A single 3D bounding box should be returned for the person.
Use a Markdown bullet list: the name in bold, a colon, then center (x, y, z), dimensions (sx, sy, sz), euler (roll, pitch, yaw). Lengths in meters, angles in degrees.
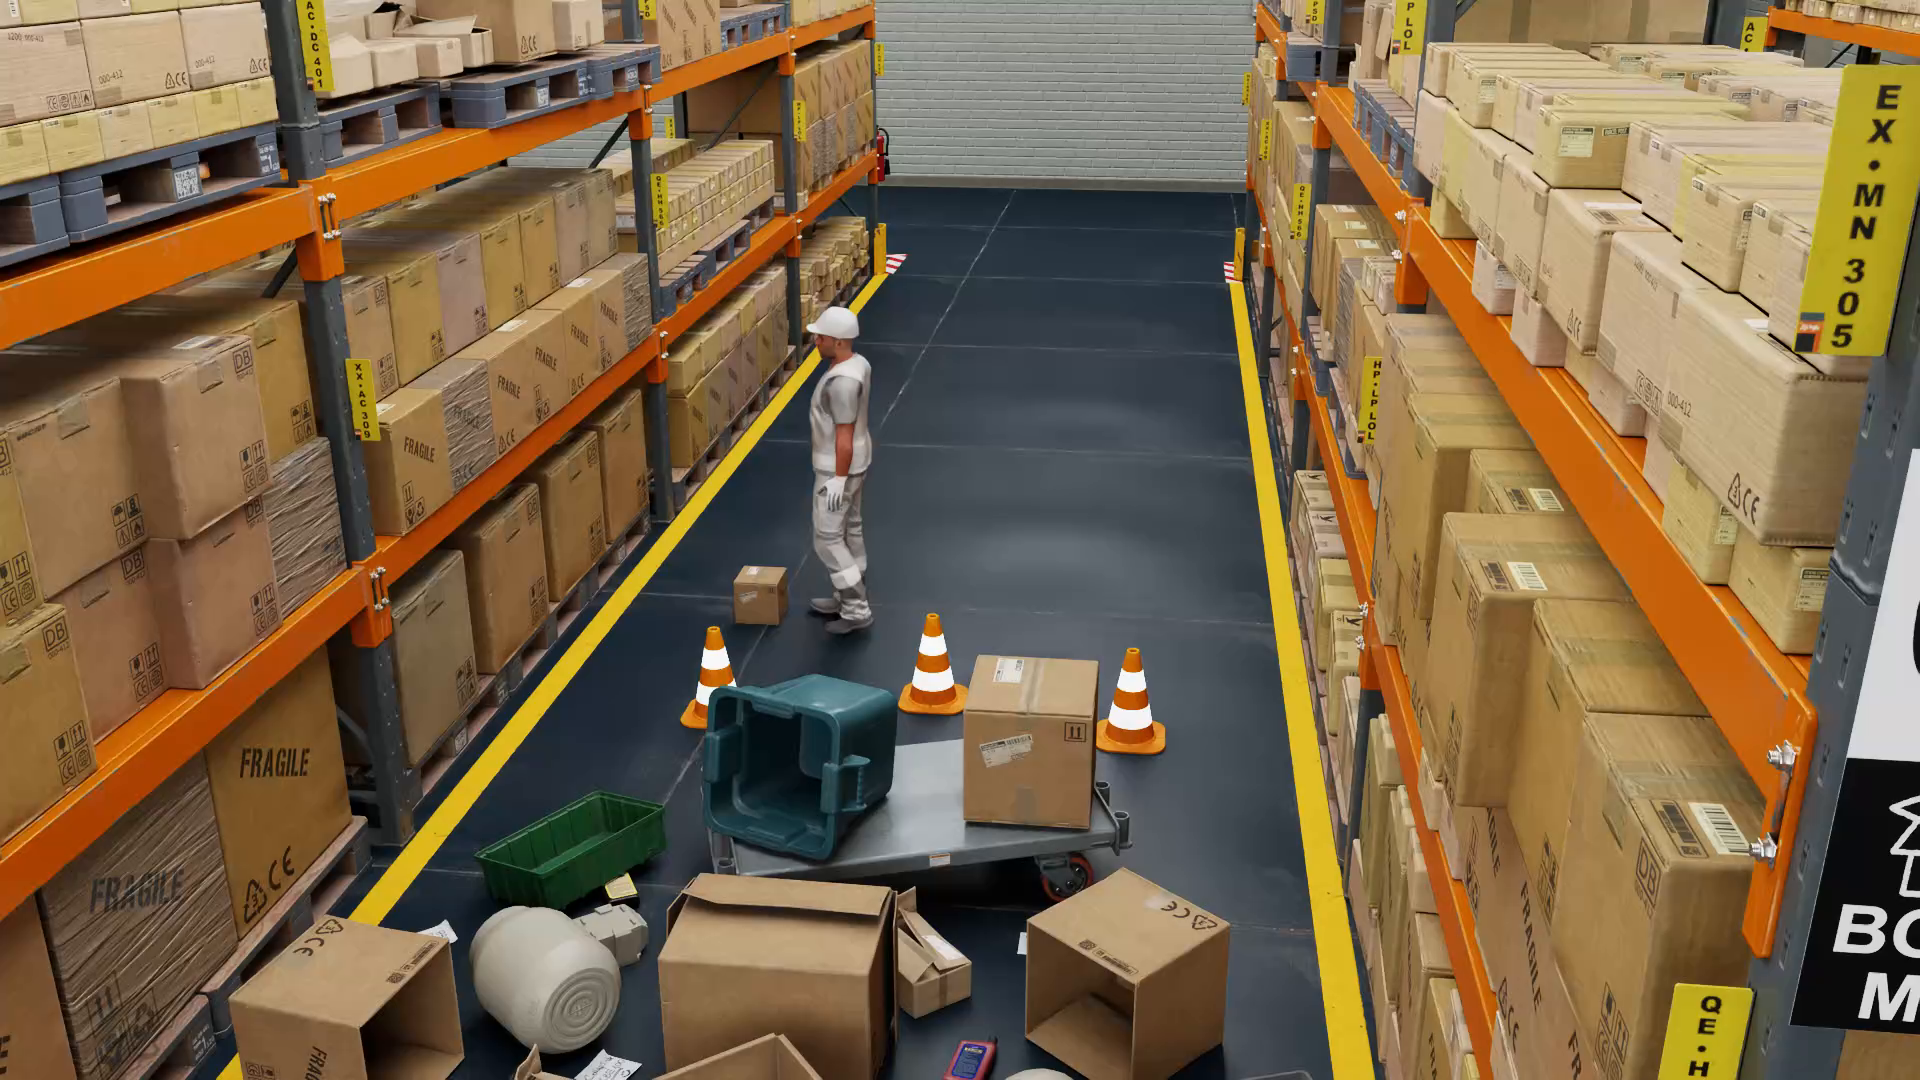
- **person**: center (-0.662, -0.383, 9.056), dimensions (0.414, 1.808, 0.550), euler (2, 21, 6)
